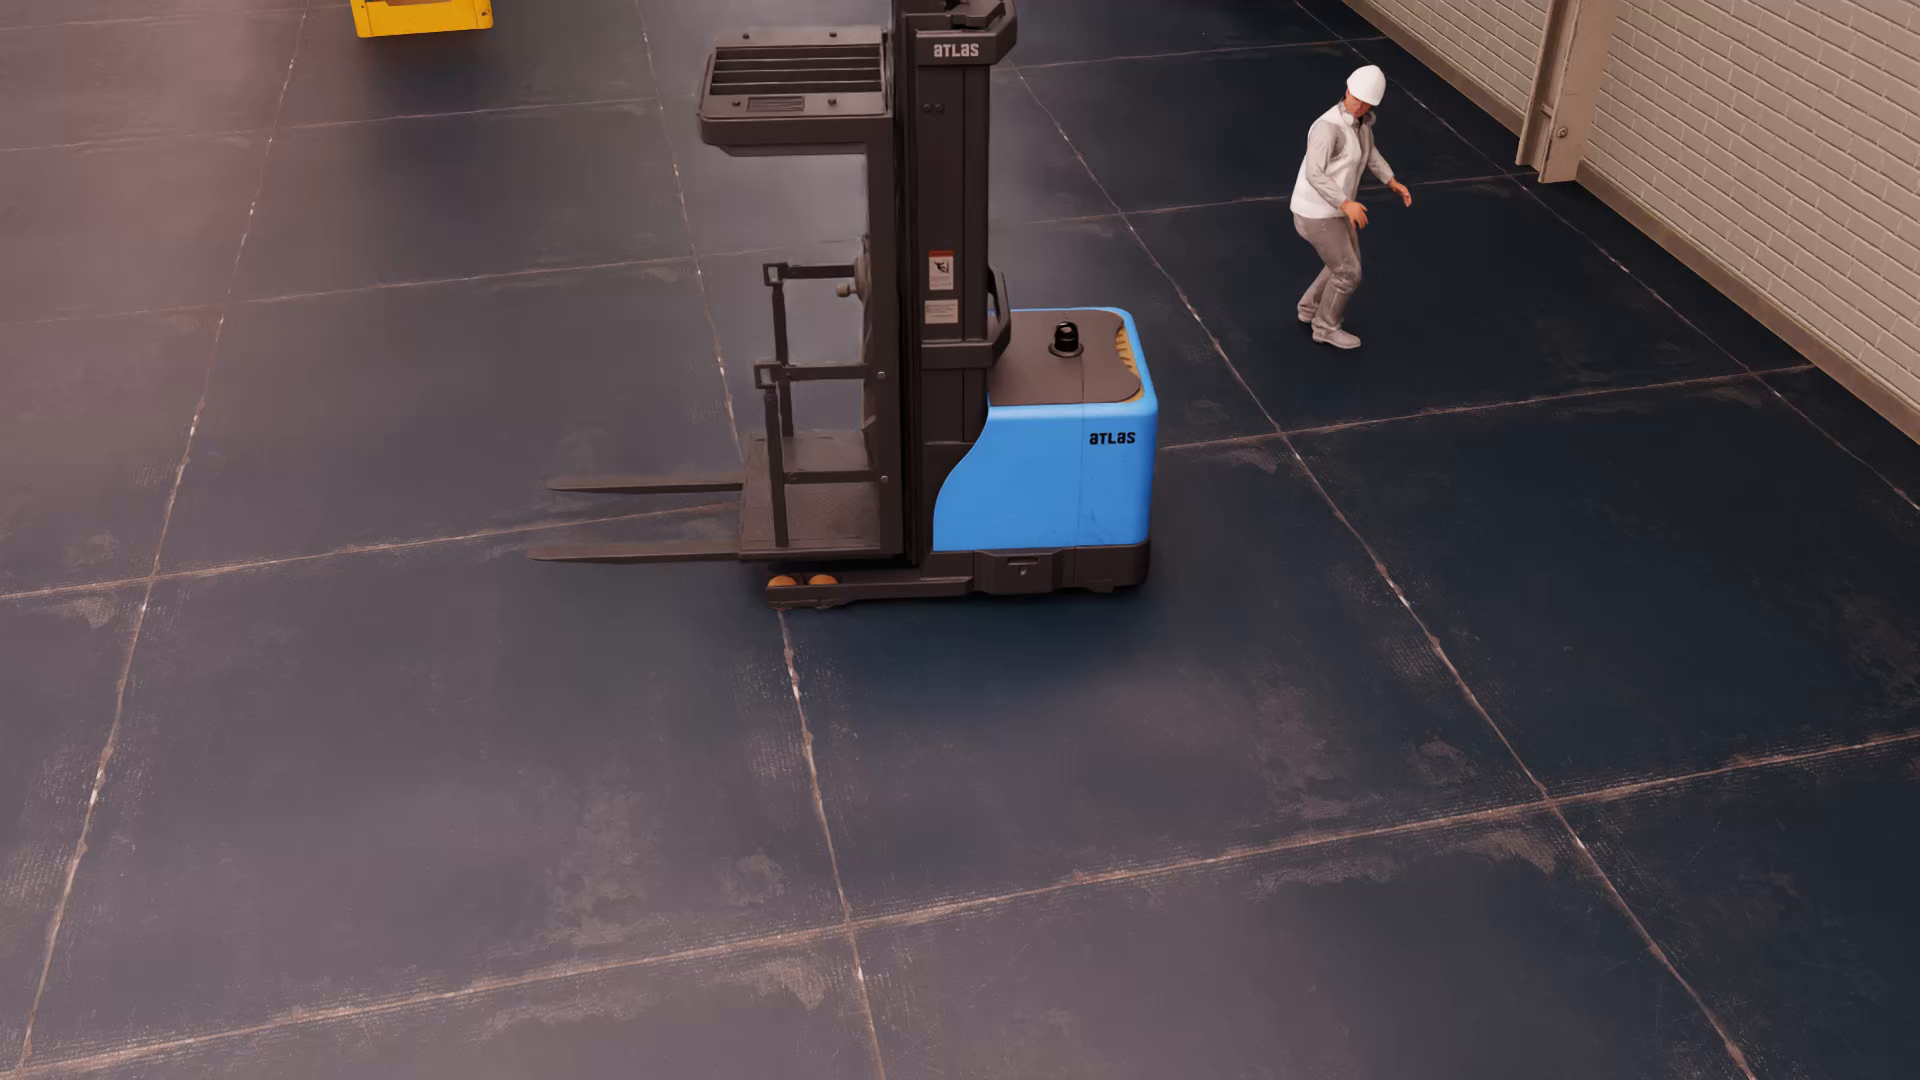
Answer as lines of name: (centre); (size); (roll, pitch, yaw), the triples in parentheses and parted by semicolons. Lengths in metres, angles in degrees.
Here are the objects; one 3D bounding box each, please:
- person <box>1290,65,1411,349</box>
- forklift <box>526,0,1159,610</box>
person: (2.302, -1.956, 9.854); (0.635, 1.729, 0.762); (16, 39, 20)
forklift: (-0.609, -1.167, 7.672); (3.031, 2.935, 1.130); (-2, 36, -3)
